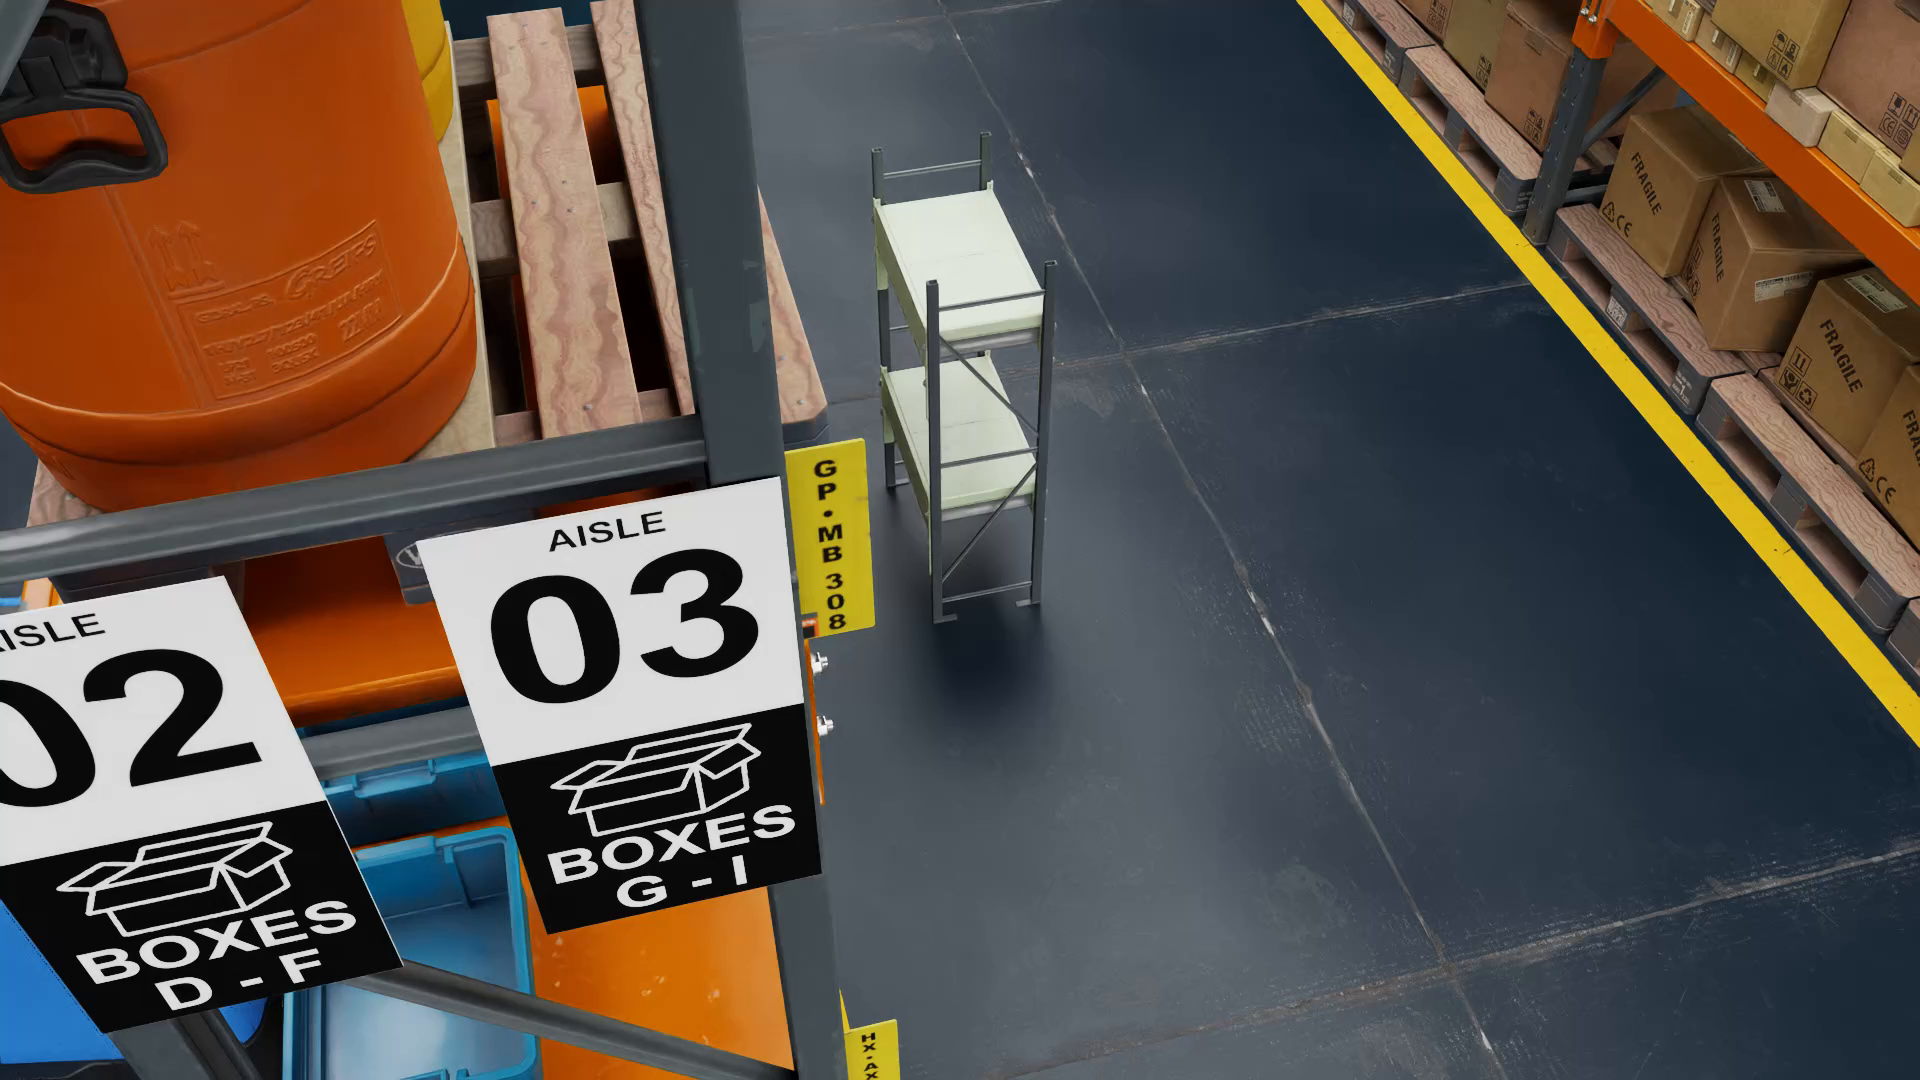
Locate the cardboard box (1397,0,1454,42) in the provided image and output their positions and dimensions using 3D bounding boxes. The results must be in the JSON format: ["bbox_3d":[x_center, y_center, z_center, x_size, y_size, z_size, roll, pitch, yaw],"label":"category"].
[{"bbox_3d":[2.688,-2.937,8.470,0.700,0.500,0.500,-14,47,-14],"label":"cardboard box"}]

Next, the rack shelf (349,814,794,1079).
[{"bbox_3d":[-1.204,0.027,4.627,1.077,0.370,4.000,-11,47,-10],"label":"rack shelf"}]

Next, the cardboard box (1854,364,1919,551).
[{"bbox_3d":[3.624,-0.298,5.898,0.500,0.500,0.500,-7,46,-7],"label":"cardboard box"}]

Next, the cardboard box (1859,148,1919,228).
[{"bbox_3d":[3.233,-1.187,5.488,0.380,0.149,0.250,-11,47,-10],"label":"cardboard box"}]

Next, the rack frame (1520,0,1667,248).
[{"bbox_3d":[3.072,-2.511,6.611,1.000,3.000,0.127,-11,47,-10],"label":"rack frame"}]

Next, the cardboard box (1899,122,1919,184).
[{"bbox_3d":[3.535,-1.297,5.143,0.875,0.500,0.500,-11,47,-10],"label":"cardboard box"}]

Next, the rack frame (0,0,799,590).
[{"bbox_3d":[-0.692,-0.944,0.874,1.000,3.000,0.127,-11,47,-10],"label":"rack frame"}]

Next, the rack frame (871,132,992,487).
[{"bbox_3d":[-0.092,-0.773,5.957,0.400,1.500,0.023,-11,47,-10],"label":"rack frame"}]

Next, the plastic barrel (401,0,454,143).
[{"bbox_3d":[-1.107,-0.870,2.477,0.600,0.588,0.600,0,46,0],"label":"plastic barrel"}]

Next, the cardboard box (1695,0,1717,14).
[{"bbox_3d":[3.127,-2.328,6.153,0.875,0.500,0.500,-11,47,-10],"label":"cardboard box"}]

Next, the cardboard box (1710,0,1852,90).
[{"bbox_3d":[3.221,-1.977,5.809,0.875,0.500,0.500,-11,47,-10],"label":"cardboard box"}]

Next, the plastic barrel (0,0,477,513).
[{"bbox_3d":[-0.939,-0.503,1.948,0.600,0.830,0.708,-11,47,-10],"label":"plastic barrel"}]

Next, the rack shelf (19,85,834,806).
[{"bbox_3d":[-1.204,-1.023,3.556,1.077,0.370,4.000,-11,47,-10],"label":"rack shelf"}]

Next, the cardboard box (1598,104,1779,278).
[{"bbox_3d":[3.136,-1.500,7.076,0.500,0.500,0.500,-12,47,-12],"label":"cardboard box"}]

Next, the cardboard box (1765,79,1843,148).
[{"bbox_3d":[3.076,-1.526,5.821,0.380,0.149,0.250,-11,47,-10],"label":"cardboard box"}]

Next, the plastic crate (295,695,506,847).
[{"bbox_3d":[-1.270,0.468,3.795,0.499,0.251,0.408,-11,47,-10],"label":"plastic crate"}]

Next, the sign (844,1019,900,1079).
[{"bbox_3d":[-0.159,0.962,3.013,0.100,0.325,0.005,-11,47,-10],"label":"sign"}]

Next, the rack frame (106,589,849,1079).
[{"bbox_3d":[-0.692,1.156,3.017,1.000,3.000,0.127,-11,47,-10],"label":"rack frame"}]

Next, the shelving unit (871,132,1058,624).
[{"bbox_3d":[0.002,-0.520,5.710,0.431,1.500,0.755,-11,47,-10],"label":"shelving unit"}]

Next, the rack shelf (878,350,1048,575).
[{"bbox_3d":[0.002,-0.292,5.943,0.431,0.370,0.720,-11,47,-10],"label":"rack shelf"}]

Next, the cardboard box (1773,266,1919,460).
[{"bbox_3d":[3.524,-0.691,6.283,0.500,0.500,0.500,-15,47,-14],"label":"cardboard box"}]

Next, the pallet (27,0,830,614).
[{"bbox_3d":[-0.809,-0.417,2.590,1.003,0.211,1.213,-11,47,-10],"label":"pallet"}]

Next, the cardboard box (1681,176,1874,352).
[{"bbox_3d":[3.290,-1.106,6.689,0.500,0.500,0.500,3,46,2],"label":"cardboard box"}]

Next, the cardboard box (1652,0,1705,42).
[{"bbox_3d":[2.888,-2.045,6.330,0.380,0.149,0.250,-11,47,-10],"label":"cardboard box"}]

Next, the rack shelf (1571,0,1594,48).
[{"bbox_3d":[2.560,-3.640,8.221,1.077,0.370,4.000,-11,47,-10],"label":"rack shelf"}]

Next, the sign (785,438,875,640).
[{"bbox_3d":[-0.159,0.006,2.038,0.100,0.325,0.005,-11,47,-10],"label":"sign"}]

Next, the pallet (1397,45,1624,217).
[{"bbox_3d":[2.871,-2.072,8.133,1.003,0.211,1.213,-11,47,-10],"label":"pallet"}]

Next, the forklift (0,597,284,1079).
[{"bbox_3d":[-3.425,0.256,3.947,3.031,2.935,1.130,-2,46,-2],"label":"forklift"}]

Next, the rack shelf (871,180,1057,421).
[{"bbox_3d":[0.002,-0.793,5.431,0.431,0.370,0.720,-11,47,-10],"label":"rack shelf"}]

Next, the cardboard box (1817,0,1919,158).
[{"bbox_3d":[3.447,-1.650,5.488,0.875,0.500,0.500,-11,47,-10],"label":"cardboard box"}]

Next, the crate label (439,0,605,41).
[{"bbox_3d":[-0.852,-1.194,3.324,0.502,0.251,0.408,-11,47,-10],"label":"crate label"}]

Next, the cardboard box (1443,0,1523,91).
[{"bbox_3d":[2.832,-2.551,8.092,0.700,0.500,0.500,-11,47,-11],"label":"cardboard box"}]

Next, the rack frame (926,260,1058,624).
[{"bbox_3d":[0.095,-0.268,5.462,0.400,1.500,0.023,-11,47,-10],"label":"rack frame"}]

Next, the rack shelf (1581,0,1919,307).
[{"bbox_3d":[3.584,-0.878,5.514,1.077,0.370,4.000,-11,47,-10],"label":"rack shelf"}]

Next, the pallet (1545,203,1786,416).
[{"bbox_3d":[3.278,-1.078,7.158,1.003,0.211,1.213,-11,47,-10],"label":"pallet"}]

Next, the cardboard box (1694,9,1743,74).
[{"bbox_3d":[2.978,-1.877,6.165,0.380,0.149,0.250,-11,47,-10],"label":"cardboard box"}]

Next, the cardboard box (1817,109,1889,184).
[{"bbox_3d":[3.180,-1.361,5.660,0.380,0.149,0.250,-11,47,-10],"label":"cardboard box"}]

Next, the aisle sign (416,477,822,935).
[{"bbox_3d":[-0.390,0.242,2.092,0.394,0.787,0.004,-11,47,-10],"label":"aisle sign"}]

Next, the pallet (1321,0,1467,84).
[{"bbox_3d":[2.555,-2.916,8.960,1.003,0.211,1.213,-11,47,-10],"label":"pallet"}]

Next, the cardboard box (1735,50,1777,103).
[{"bbox_3d":[3.051,-1.706,5.998,0.380,0.149,0.250,-11,47,-10],"label":"cardboard box"}]

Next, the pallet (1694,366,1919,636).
[{"bbox_3d":[3.594,-0.234,6.331,1.003,0.211,1.213,-11,47,-10],"label":"pallet"}]

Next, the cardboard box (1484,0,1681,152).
[{"bbox_3d":[2.935,-2.218,7.766,0.700,0.500,0.500,-14,47,-13],"label":"cardboard box"}]

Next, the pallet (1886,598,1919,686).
[{"bbox_3d":[3.903,0.607,5.508,1.003,0.211,1.213,-11,47,-10],"label":"pallet"}]

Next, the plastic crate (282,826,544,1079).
[{"bbox_3d":[-1.109,0.917,3.355,0.499,0.251,0.616,-11,47,-10],"label":"plastic crate"}]

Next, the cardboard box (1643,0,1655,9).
[{"bbox_3d":[2.836,-2.220,6.501,0.380,0.149,0.250,-11,47,-10],"label":"cardboard box"}]

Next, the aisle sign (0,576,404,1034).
[{"bbox_3d":[-0.961,0.350,1.986,0.394,0.787,0.004,-11,47,-10],"label":"aisle sign"}]
